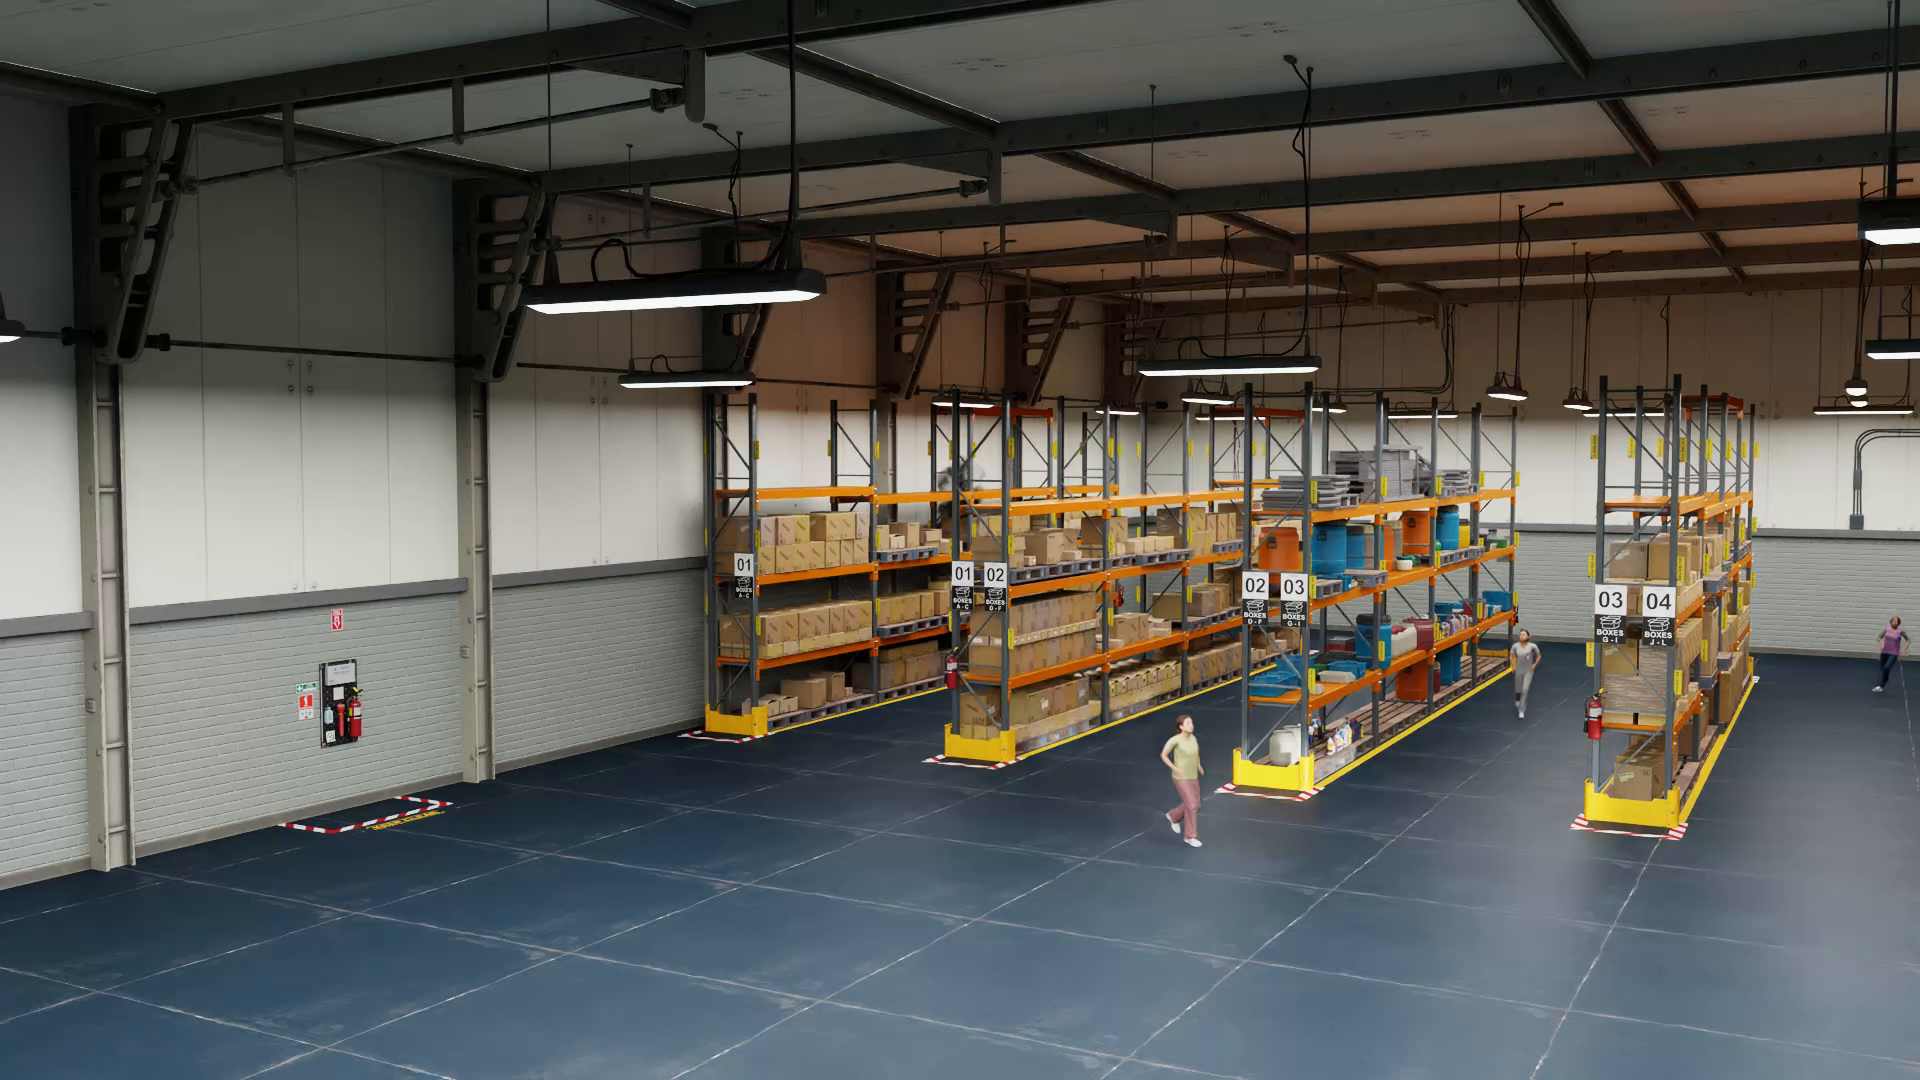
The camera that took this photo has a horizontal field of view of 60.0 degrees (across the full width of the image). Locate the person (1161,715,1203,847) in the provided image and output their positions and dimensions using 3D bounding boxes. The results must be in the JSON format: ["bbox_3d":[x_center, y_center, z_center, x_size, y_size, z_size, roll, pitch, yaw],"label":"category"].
[{"bbox_3d":[2.826,3.038,21.185,0.588,1.651,0.688,-2,4,-37],"label":"person"}]

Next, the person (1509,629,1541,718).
[{"bbox_3d":[10.661,2.500,31.366,0.572,1.652,0.722,1,3,26],"label":"person"}]

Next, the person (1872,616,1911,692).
[{"bbox_3d":[19.174,2.336,34.227,0.852,1.557,0.627,-3,4,-43],"label":"person"}]
